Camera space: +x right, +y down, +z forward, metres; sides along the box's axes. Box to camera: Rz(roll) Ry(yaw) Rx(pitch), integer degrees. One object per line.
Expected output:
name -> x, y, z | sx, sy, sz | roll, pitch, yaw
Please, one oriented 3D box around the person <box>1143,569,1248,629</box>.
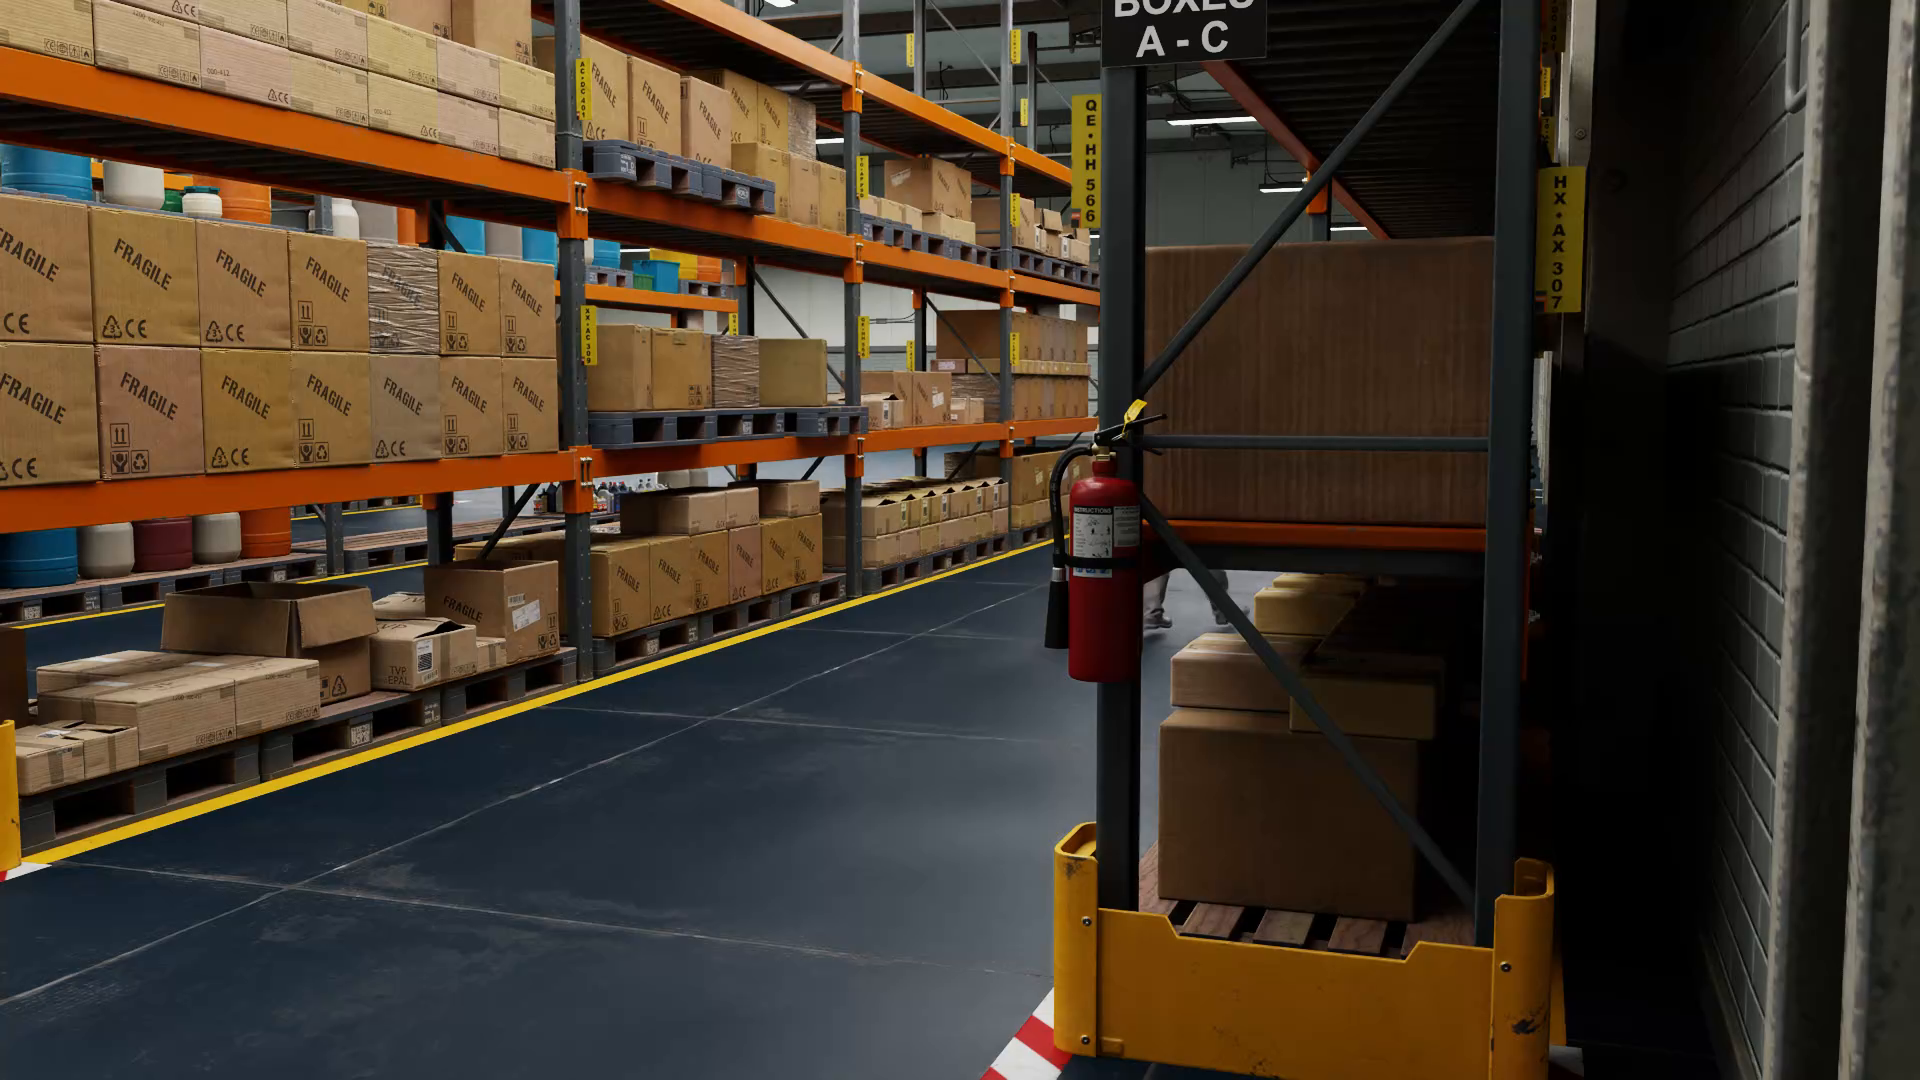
person -> 1.575, -0.274, 11.306 | 0.572, 1.725, 0.925 | 4, 7, 38
